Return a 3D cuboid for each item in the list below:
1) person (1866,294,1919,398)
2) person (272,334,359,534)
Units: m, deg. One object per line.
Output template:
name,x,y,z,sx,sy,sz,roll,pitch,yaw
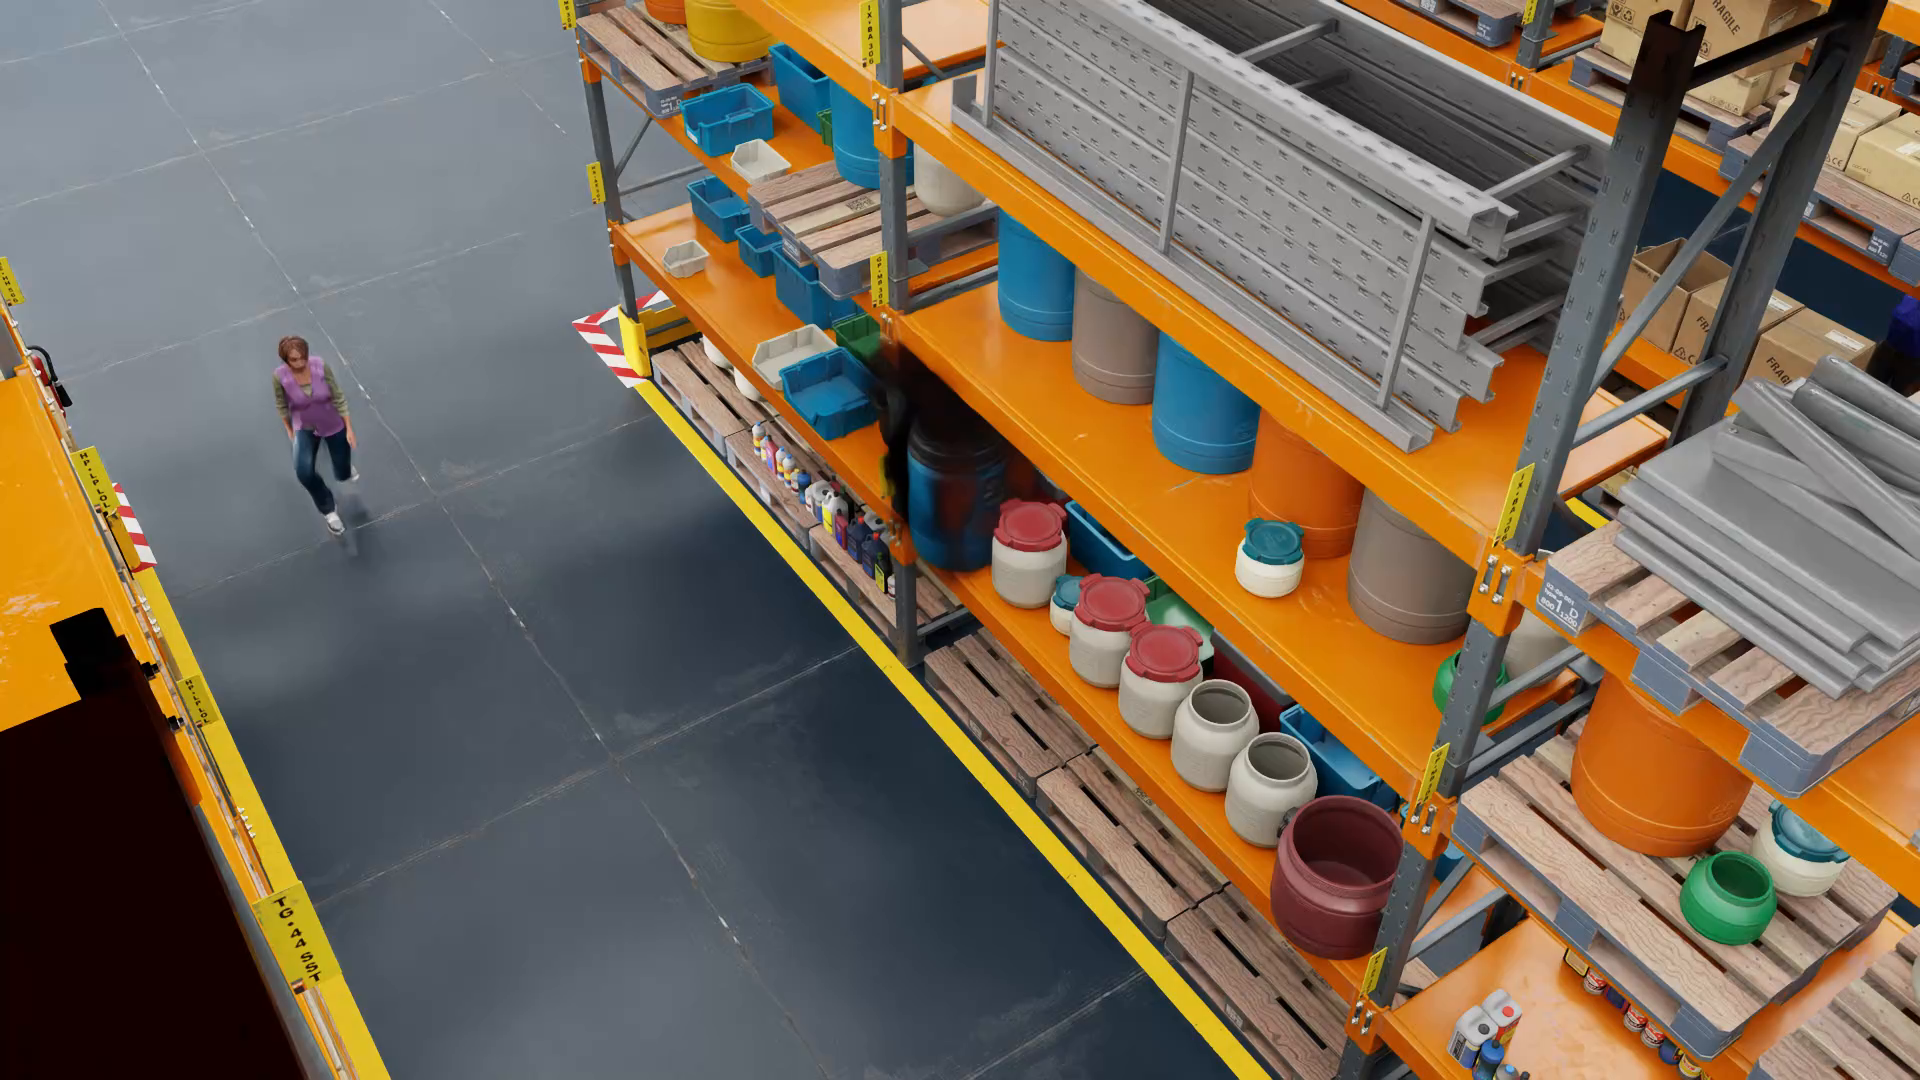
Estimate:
person,6.752,-1.238,11.904,0.392,1.662,0.451,-27,49,-26
person,-4.341,-0.794,11.231,0.452,1.376,0.741,-14,44,-15
